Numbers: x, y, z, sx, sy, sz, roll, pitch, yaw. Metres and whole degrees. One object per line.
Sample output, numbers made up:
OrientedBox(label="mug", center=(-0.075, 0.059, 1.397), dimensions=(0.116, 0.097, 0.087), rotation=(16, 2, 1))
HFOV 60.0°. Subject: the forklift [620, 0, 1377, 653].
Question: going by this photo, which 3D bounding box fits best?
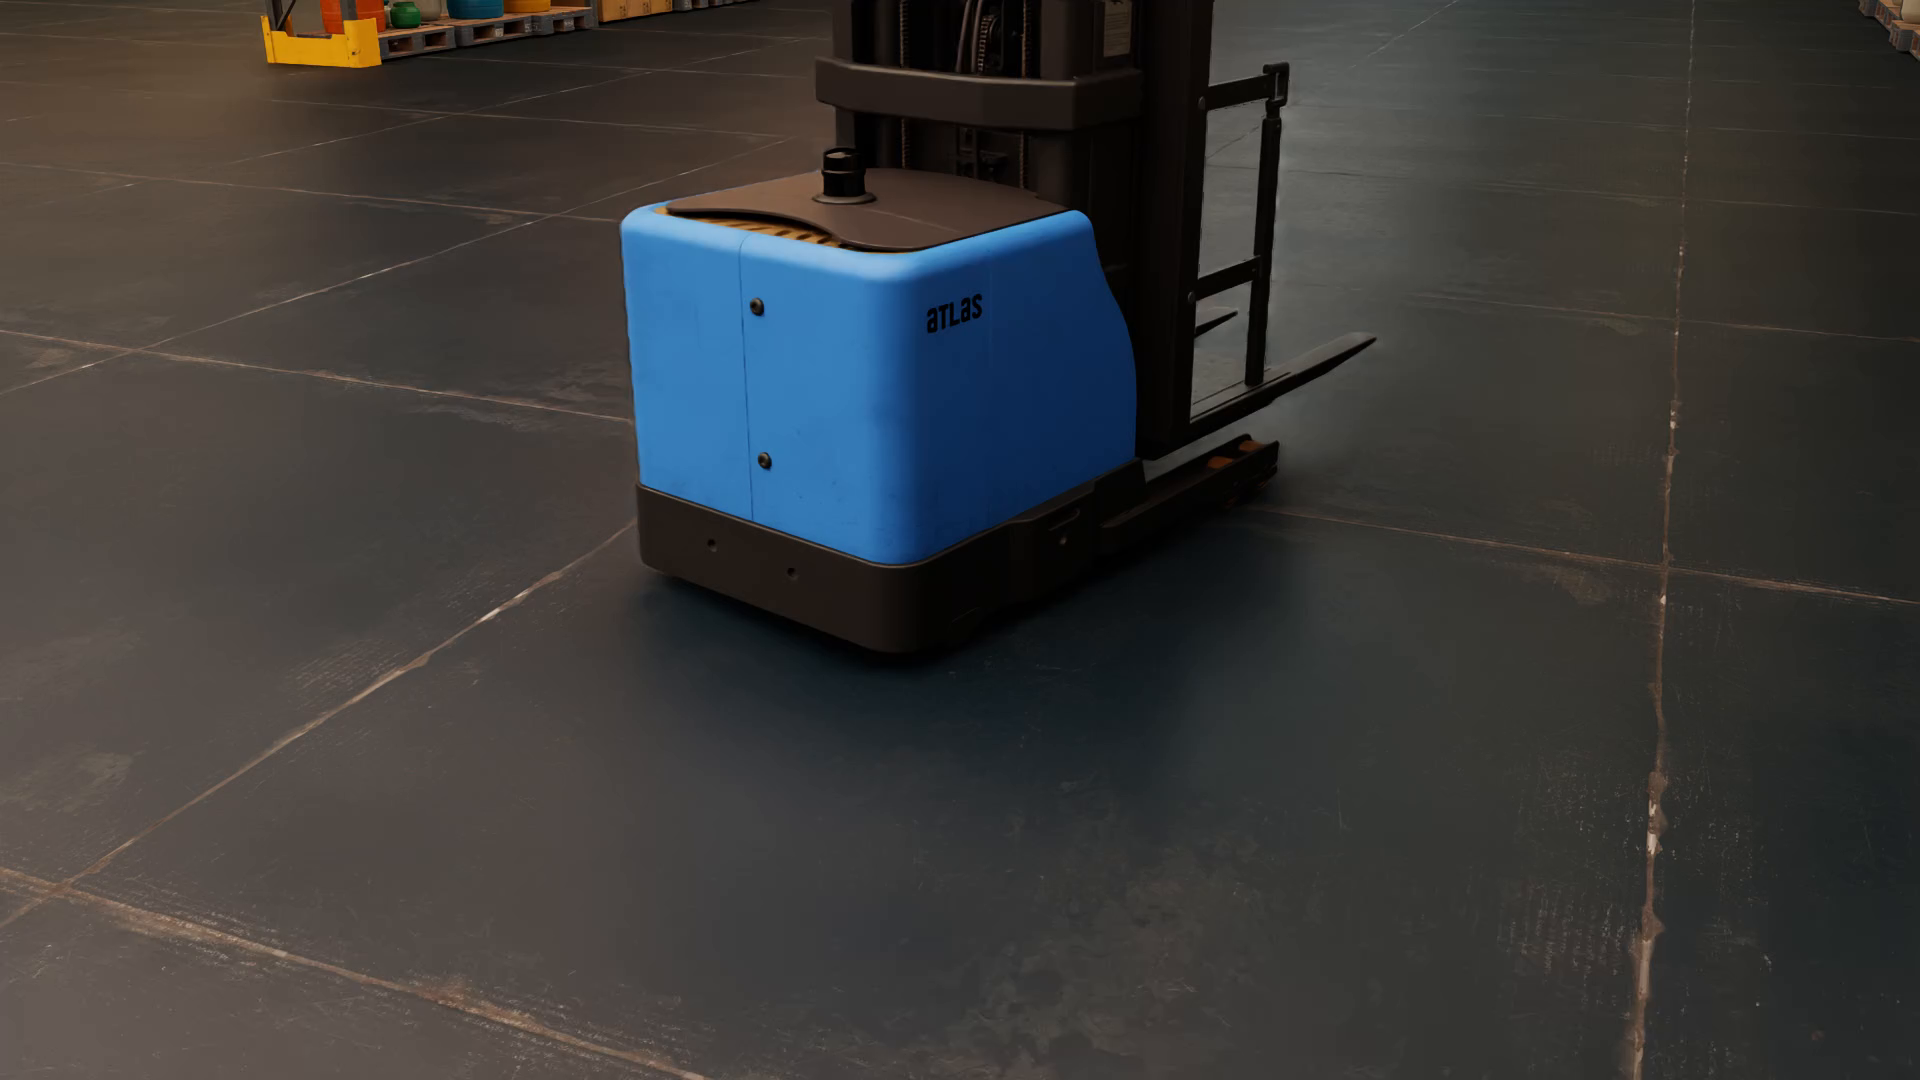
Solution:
OrientedBox(label="forklift", center=(0.396, -1.562, 5.030), dimensions=(1.130, 2.935, 3.031), rotation=(17, 28, 35))
